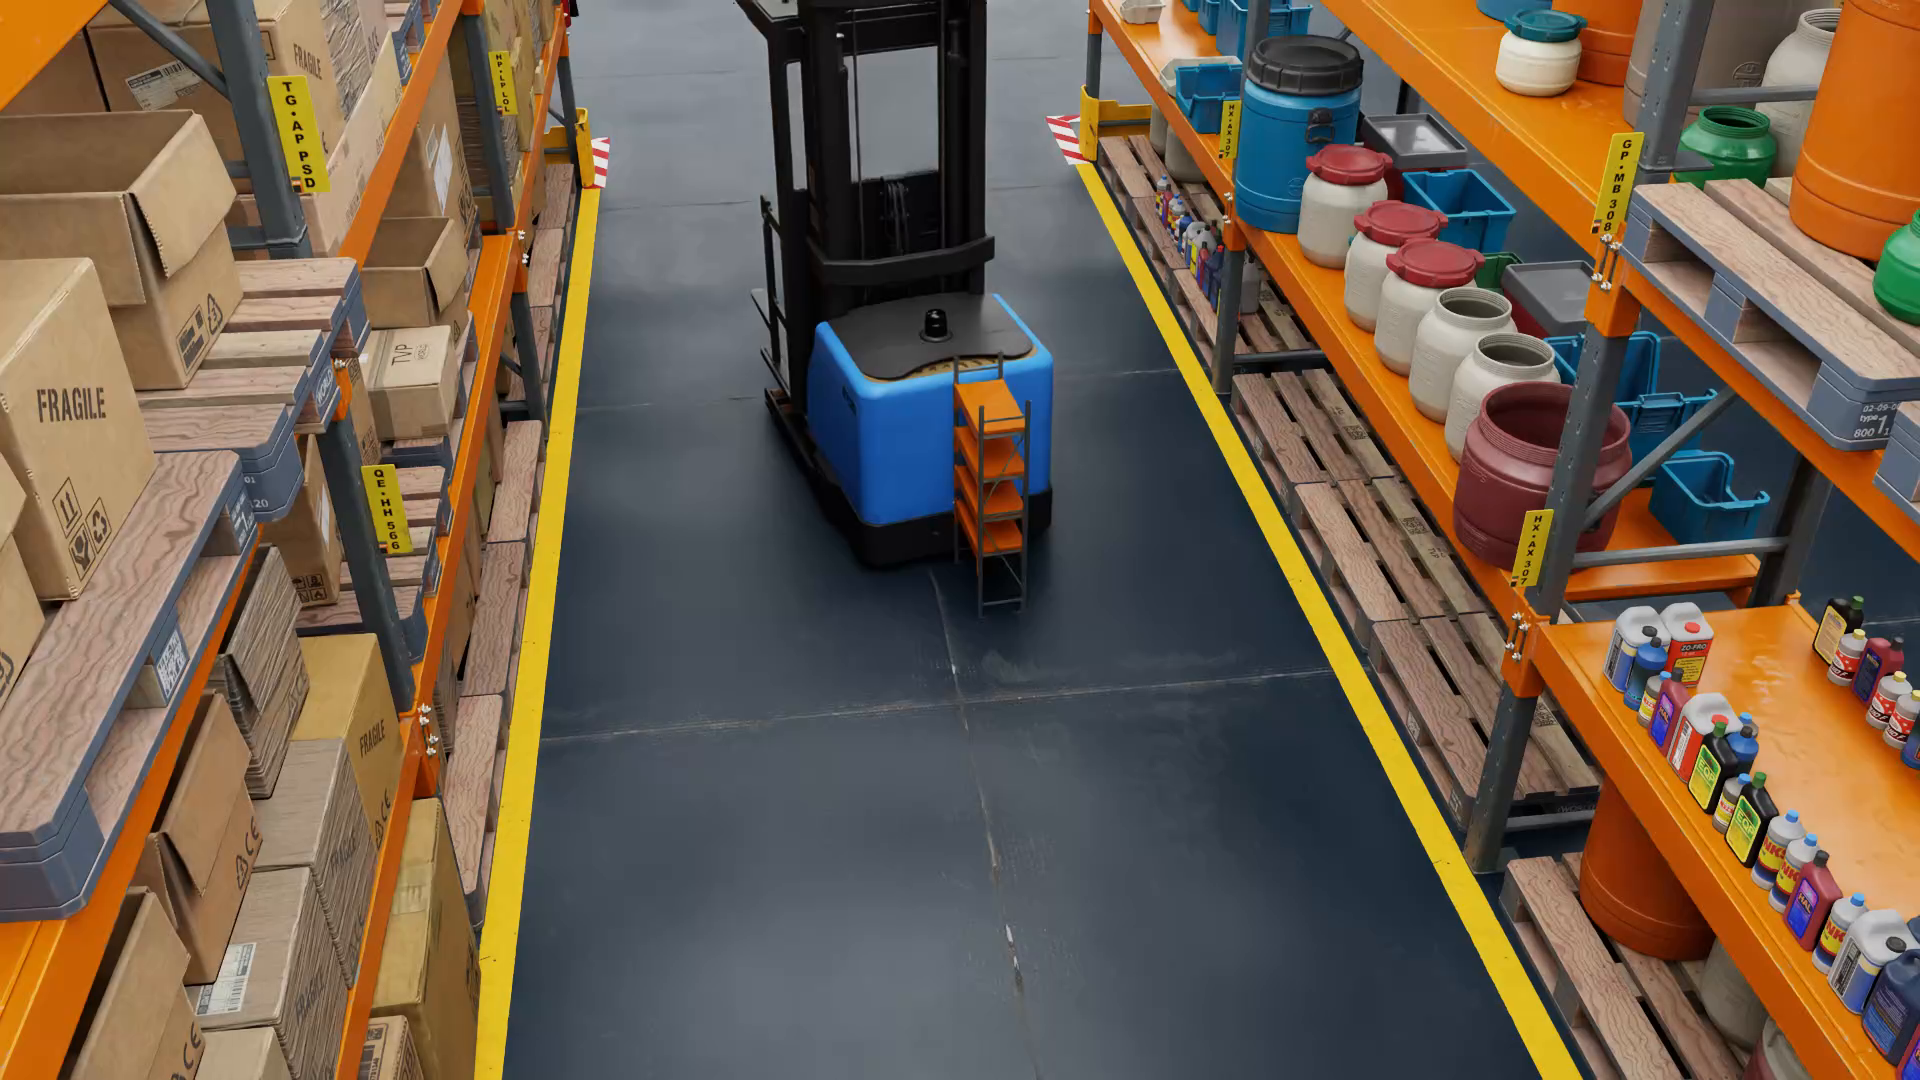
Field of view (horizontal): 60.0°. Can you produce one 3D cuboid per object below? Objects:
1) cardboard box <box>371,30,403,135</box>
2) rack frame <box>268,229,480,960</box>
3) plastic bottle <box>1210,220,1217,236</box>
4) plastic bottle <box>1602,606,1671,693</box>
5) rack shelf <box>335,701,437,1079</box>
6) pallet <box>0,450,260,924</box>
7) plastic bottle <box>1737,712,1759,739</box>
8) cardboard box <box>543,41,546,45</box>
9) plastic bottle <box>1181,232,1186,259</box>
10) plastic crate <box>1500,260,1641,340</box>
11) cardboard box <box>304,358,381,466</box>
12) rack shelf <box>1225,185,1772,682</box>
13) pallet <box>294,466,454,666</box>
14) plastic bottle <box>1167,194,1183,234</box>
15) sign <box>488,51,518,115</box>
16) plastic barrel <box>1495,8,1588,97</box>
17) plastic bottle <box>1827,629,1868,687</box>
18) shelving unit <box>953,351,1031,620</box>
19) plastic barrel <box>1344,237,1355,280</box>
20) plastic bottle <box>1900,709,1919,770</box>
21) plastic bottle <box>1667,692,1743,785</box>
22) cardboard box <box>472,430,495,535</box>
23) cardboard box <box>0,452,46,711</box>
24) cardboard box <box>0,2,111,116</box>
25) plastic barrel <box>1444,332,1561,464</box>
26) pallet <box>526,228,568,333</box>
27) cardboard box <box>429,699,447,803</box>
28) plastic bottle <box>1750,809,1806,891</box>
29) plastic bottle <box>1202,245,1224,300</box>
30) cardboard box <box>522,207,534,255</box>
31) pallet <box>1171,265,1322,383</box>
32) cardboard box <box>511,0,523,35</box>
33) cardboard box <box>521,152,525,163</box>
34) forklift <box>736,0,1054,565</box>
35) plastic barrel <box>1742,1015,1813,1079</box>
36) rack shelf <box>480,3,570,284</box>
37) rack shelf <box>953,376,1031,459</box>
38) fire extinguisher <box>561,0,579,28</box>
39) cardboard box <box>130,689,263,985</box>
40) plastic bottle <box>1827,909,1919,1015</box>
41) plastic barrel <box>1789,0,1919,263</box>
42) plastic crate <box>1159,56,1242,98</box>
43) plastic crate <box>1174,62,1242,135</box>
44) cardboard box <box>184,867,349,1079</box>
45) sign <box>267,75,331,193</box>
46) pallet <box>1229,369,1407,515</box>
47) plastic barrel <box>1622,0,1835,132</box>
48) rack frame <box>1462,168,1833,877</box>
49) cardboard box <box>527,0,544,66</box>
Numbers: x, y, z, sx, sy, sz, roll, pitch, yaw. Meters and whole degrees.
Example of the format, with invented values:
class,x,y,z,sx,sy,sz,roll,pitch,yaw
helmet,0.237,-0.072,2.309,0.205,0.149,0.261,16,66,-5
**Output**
class,x,y,z,sx,sy,sz,roll,pitch,yaw
cardboard box,-2.296,-1.603,5.908,0.500,0.250,0.500,-4,34,-5
rack frame,-2.338,0.429,5.458,1.000,3.000,0.127,-4,35,-6
plastic bottle,1.678,-1.962,10.987,0.061,0.283,0.133,-4,35,-6
plastic bottle,2.308,0.371,5.653,0.152,0.276,0.135,-4,35,-6
rack shelf,-2.069,1.842,4.022,1.077,0.370,4.000,-4,35,-6
pallet,-2.045,0.246,3.229,1.003,0.211,1.213,-3,34,-4
plastic bottle,2.491,0.640,5.324,0.097,0.201,0.097,0,34,0
cardboard box,-3.053,-3.513,11.465,0.380,0.149,0.250,-4,35,-6
plastic bottle,1.530,-1.984,11.092,0.097,0.201,0.097,0,34,0
plastic crate,2.656,-0.898,7.347,0.402,0.464,0.583,-4,35,-6
cardboard box,-2.624,-0.389,6.195,0.700,0.500,0.500,0,34,1
rack shelf,2.301,-0.765,7.848,1.077,0.370,4.000,-4,35,-6
pallet,-2.539,0.118,6.083,1.213,0.211,1.003,-4,35,-6
plastic bottle,1.475,-2.239,11.403,0.097,0.271,0.097,0,34,0
sign,-2.326,-2.326,8.471,0.100,0.325,0.005,-4,35,-6
plastic barrel,2.168,-1.821,6.218,0.301,0.262,0.301,0,34,0
plastic bottle,3.045,0.395,5.684,0.097,0.201,0.097,0,34,0
shelving unit,0.146,-0.257,8.061,0.258,1.200,0.503,-8,35,-11
plastic barrel,2.058,-1.371,8.221,0.301,0.262,0.301,0,34,0
plastic bottle,3.102,0.603,5.315,0.097,0.271,0.097,0,34,0
plastic bottle,2.370,0.629,5.274,0.152,0.276,0.135,-4,35,-6
cardboard box,-2.769,-0.341,8.415,0.700,0.500,0.500,-5,35,-7
cardboard box,-2.042,0.111,2.795,0.797,0.503,0.637,-5,35,-7
cardboard box,-2.650,-1.306,4.807,0.500,0.500,0.500,-3,34,-5
plastic barrel,2.220,-0.551,6.795,0.421,0.512,0.421,0,34,0
pallet,-3.169,-1.706,11.065,1.003,0.211,1.213,-4,35,-6
cardboard box,-2.448,0.907,6.584,0.700,0.500,0.500,-6,35,-9
plastic bottle,2.408,0.901,4.879,0.097,0.271,0.097,0,34,0
plastic bottle,1.634,-1.710,10.558,0.144,0.351,0.185,-6,35,-9
cardboard box,-3.167,-2.145,11.080,0.500,0.500,0.500,-1,34,-2
pallet,1.983,-1.404,10.623,1.003,0.211,1.213,-4,35,-6
cardboard box,-2.820,-3.209,9.555,0.500,0.500,0.500,-4,35,-6
cardboard box,-2.732,-2.259,9.625,0.380,0.149,0.250,-4,35,-6
forklift,-0.506,-1.909,8.949,1.130,2.935,3.031,-12,36,-17
plastic barrel,2.805,1.778,5.245,0.600,0.588,0.708,-4,35,-6
rack shelf,-3.145,-2.622,10.573,1.077,0.370,4.000,-4,35,-6
rack shelf,0.146,-0.581,7.840,0.258,0.148,0.480,-8,35,-11
fire extinguisher,-2.973,-4.102,12.175,0.296,0.674,0.183,-4,35,-6
cardboard box,-2.171,0.746,4.012,0.797,0.503,0.637,-4,34,-5
plastic bottle,2.494,1.145,4.517,0.152,0.276,0.135,-4,35,-6
plastic barrel,2.643,-1.220,4.459,0.600,0.830,0.708,-4,35,-6
plastic crate,1.563,-2.957,10.659,0.530,0.136,0.437,-4,35,-6
plastic crate,1.614,-2.714,10.201,0.499,0.251,0.616,-4,35,-6
cardboard box,-1.892,1.212,4.219,0.500,0.500,0.500,-5,35,-8
sign,-1.787,-1.095,4.500,0.100,0.325,0.005,-4,35,-6
pallet,2.176,-0.591,9.430,1.003,0.211,1.213,-4,35,-6
plastic barrel,2.675,-1.868,5.719,0.600,0.901,0.600,0,34,0
rack frame,2.570,0.053,6.008,1.000,3.000,0.127,-4,35,-6
cardboard box,-3.157,-3.339,10.633,0.875,0.500,0.500,-4,35,-6
